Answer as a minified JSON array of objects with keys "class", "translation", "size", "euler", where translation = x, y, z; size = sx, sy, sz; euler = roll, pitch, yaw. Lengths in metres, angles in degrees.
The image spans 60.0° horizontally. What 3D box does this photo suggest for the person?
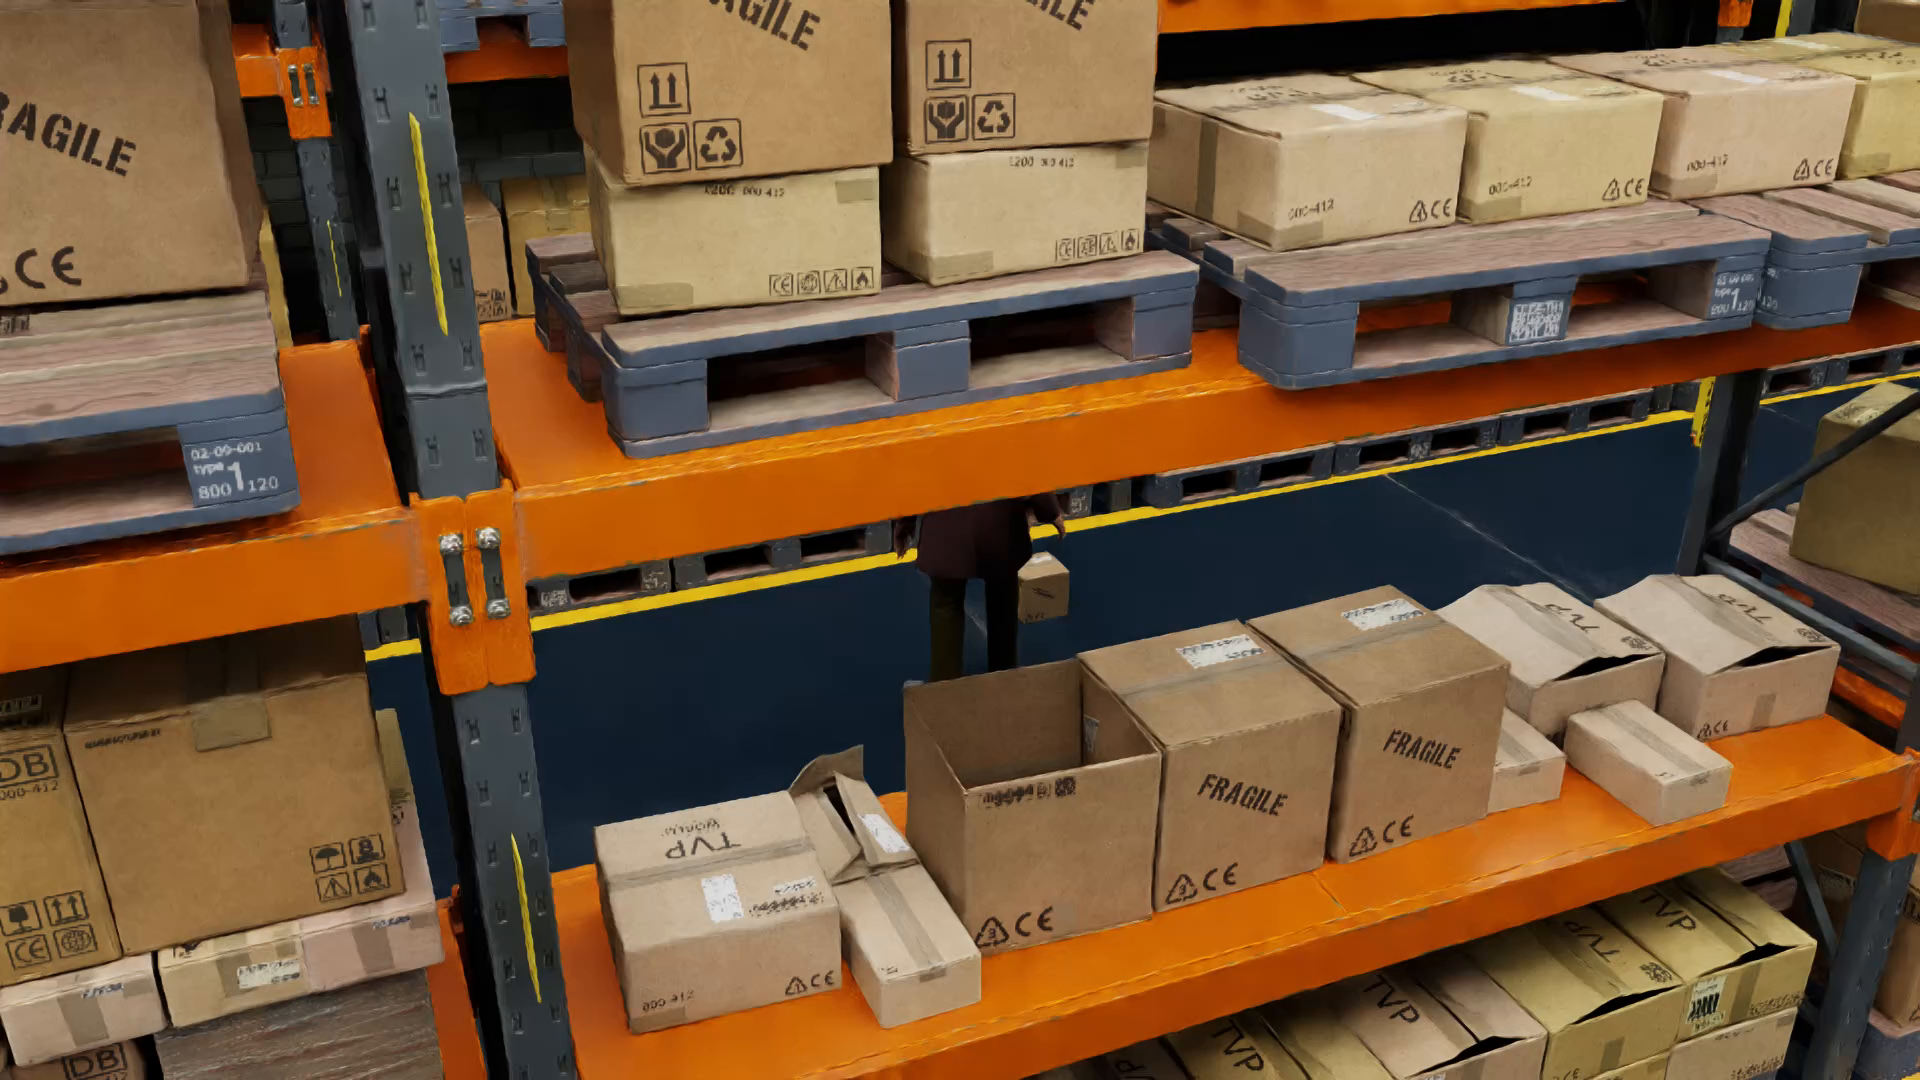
[{"class":"person","translation":[0.081,-0.123,7.328],"size":[0.767,1.775,0.670],"euler":[0,26,1]}]
